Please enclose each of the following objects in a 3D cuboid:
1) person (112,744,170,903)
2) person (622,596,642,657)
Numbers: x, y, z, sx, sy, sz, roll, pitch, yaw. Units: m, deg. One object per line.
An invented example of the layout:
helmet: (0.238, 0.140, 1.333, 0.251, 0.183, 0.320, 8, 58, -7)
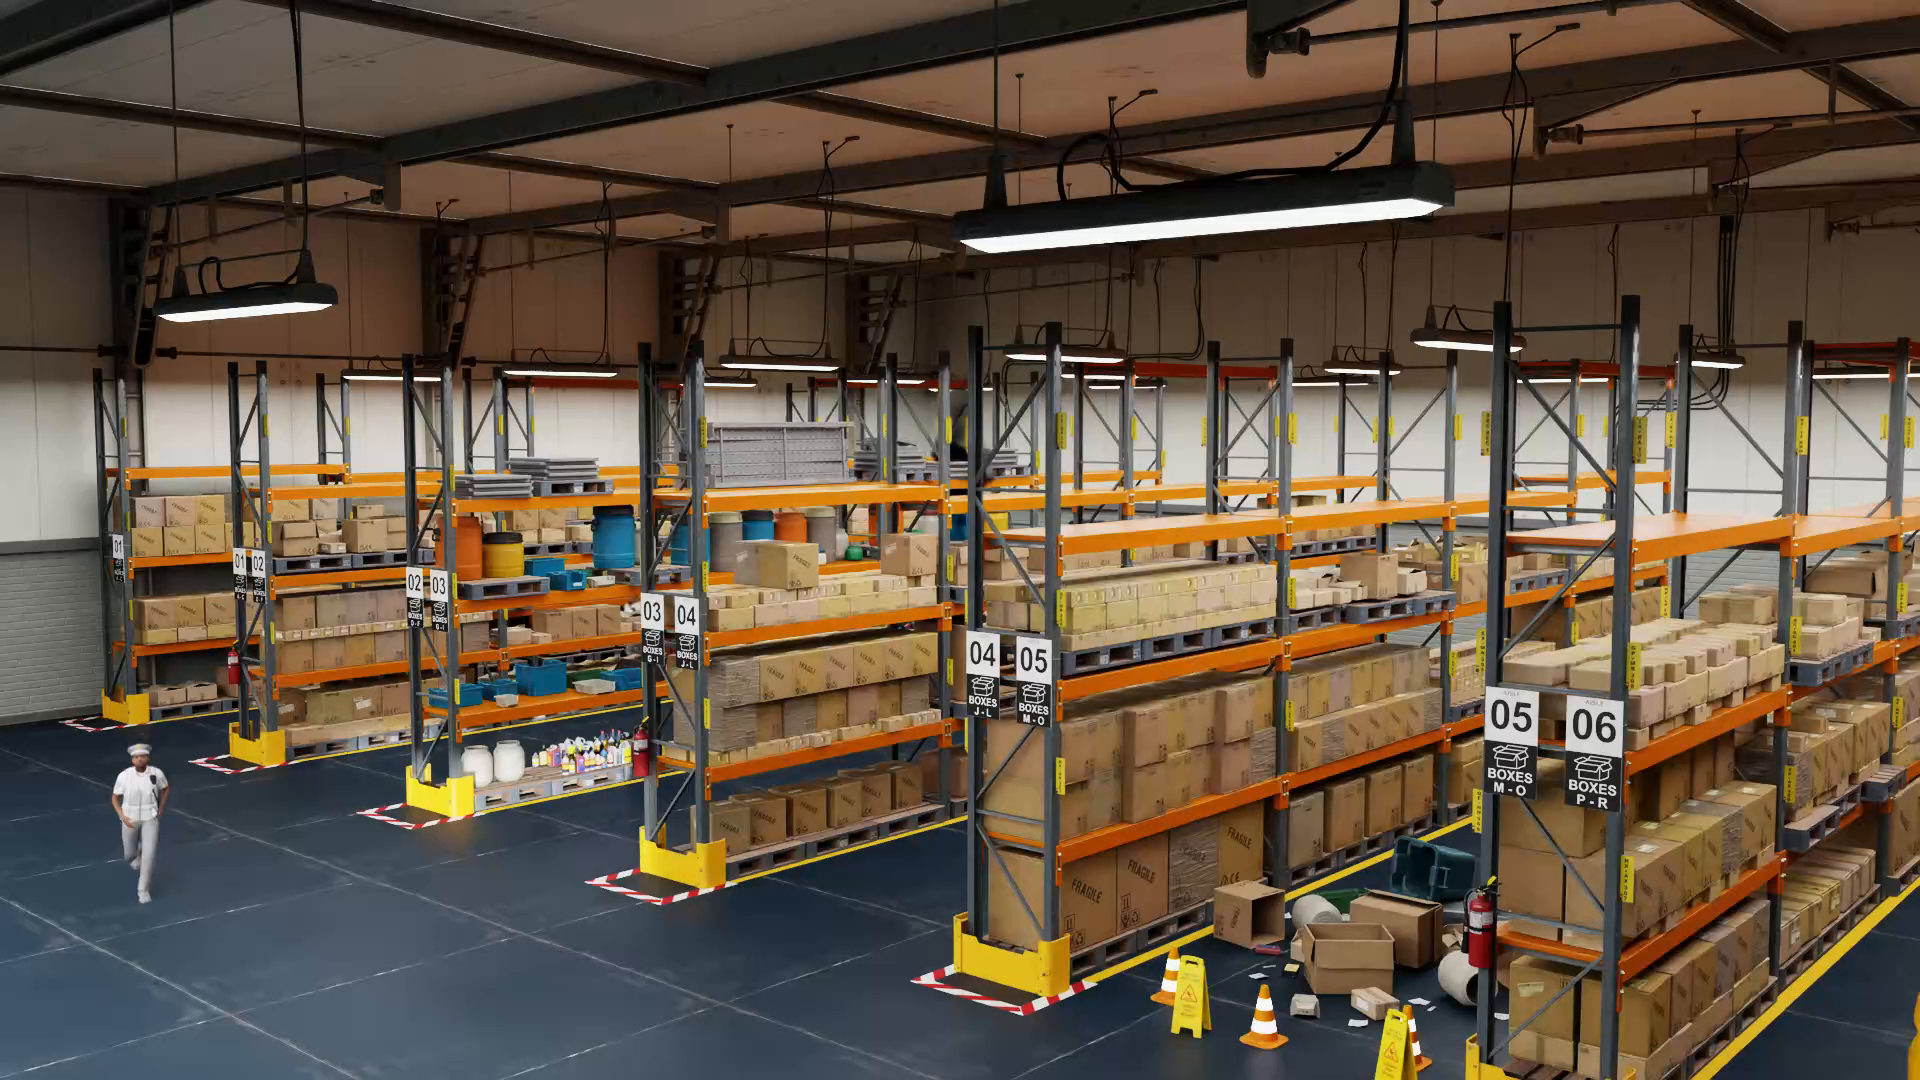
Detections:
person: (-8.885, 3.028, 18.060, 0.564, 1.681, 0.892, -2, 5, -22)
person: (-6.596, 1.855, 33.500, 0.607, 1.651, 0.941, 3, 5, 35)
